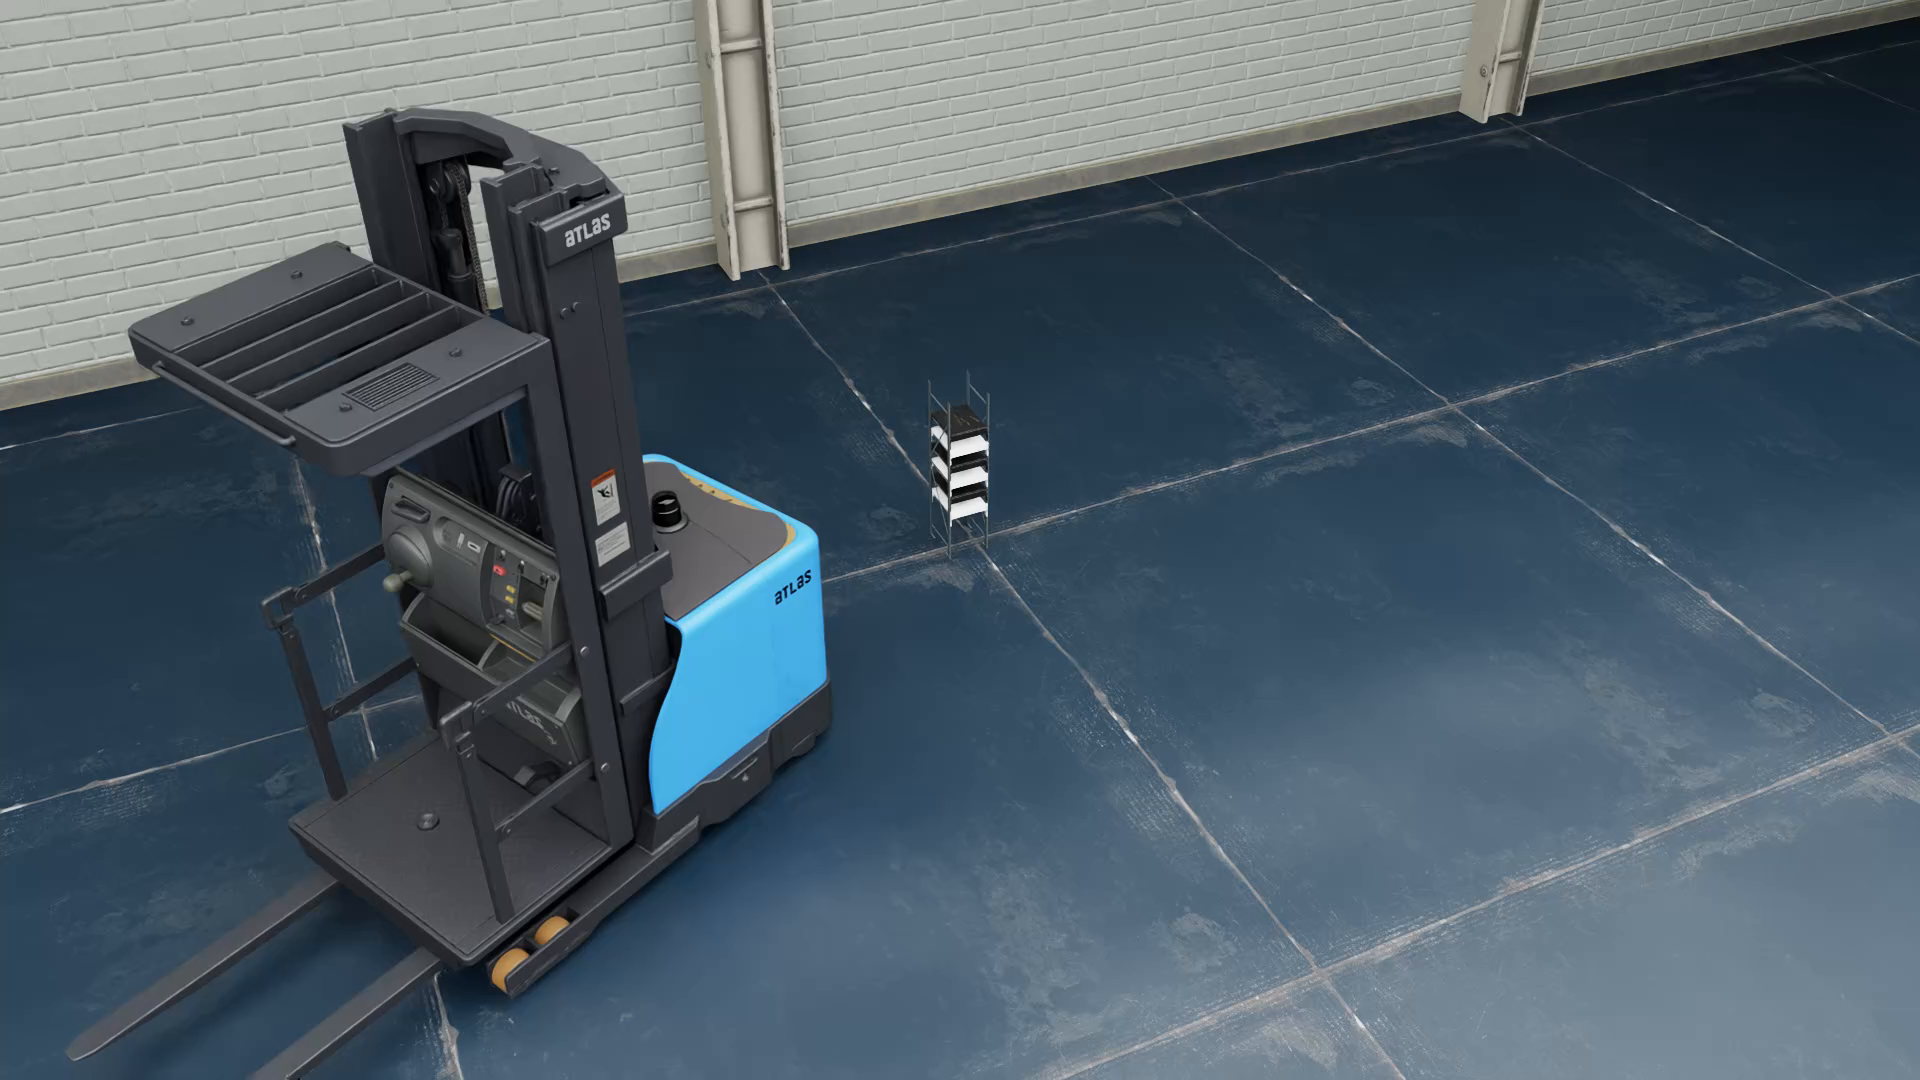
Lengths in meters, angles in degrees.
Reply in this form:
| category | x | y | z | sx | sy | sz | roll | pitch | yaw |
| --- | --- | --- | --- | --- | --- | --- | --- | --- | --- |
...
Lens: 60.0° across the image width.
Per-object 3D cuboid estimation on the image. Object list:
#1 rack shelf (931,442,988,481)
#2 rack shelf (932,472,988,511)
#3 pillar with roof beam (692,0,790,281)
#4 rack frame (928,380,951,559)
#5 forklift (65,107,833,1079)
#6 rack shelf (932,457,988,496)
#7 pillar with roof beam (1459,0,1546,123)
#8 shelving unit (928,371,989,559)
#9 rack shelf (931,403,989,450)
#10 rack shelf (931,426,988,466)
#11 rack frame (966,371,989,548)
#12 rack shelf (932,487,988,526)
| category | x | y | z | sx | sy | sz | roll | pitch | yaw |
| --- | --- | --- | --- | --- | --- | --- | --- | --- | --- |
| rack shelf | -0.007 | -0.405 | 8.088 | 0.200 | 0.077 | 0.258 | -16 | 39 | -20 |
| rack shelf | -0.007 | -0.260 | 8.196 | 0.200 | 0.077 | 0.258 | -16 | 39 | -20 |
| pillar with roof beam | 0.488 | -3.083 | 4.995 | 0.400 | 9.000 | 9.100 | -16 | 39 | -20 |
| rack frame | -0.099 | -0.334 | 8.088 | 0.006 | 0.900 | 0.240 | -16 | 39 | -20 |
| forklift | -1.855 | 0.161 | 5.715 | 1.130 | 2.935 | 3.031 | 25 | 43 | 30 |
| rack shelf | -0.007 | -0.333 | 8.142 | 0.200 | 0.077 | 0.258 | -16 | 39 | -20 |
| pillar with roof beam | 5.919 | -4.601 | 7.043 | 0.400 | 9.000 | 9.100 | -16 | 39 | -20 |
| shelving unit | -0.007 | -0.359 | 8.122 | 0.210 | 0.900 | 0.258 | -16 | 39 | -20 |
| rack shelf | -0.007 | -0.549 | 7.981 | 0.200 | 0.077 | 0.258 | -16 | 39 | -20 |
| rack shelf | -0.007 | -0.477 | 8.035 | 0.200 | 0.077 | 0.258 | -16 | 39 | -20 |
| rack frame | 0.085 | -0.385 | 8.157 | 0.006 | 0.900 | 0.240 | -16 | 39 | -20 |
| rack shelf | -0.007 | -0.188 | 8.249 | 0.200 | 0.077 | 0.258 | -16 | 39 | -20 |
